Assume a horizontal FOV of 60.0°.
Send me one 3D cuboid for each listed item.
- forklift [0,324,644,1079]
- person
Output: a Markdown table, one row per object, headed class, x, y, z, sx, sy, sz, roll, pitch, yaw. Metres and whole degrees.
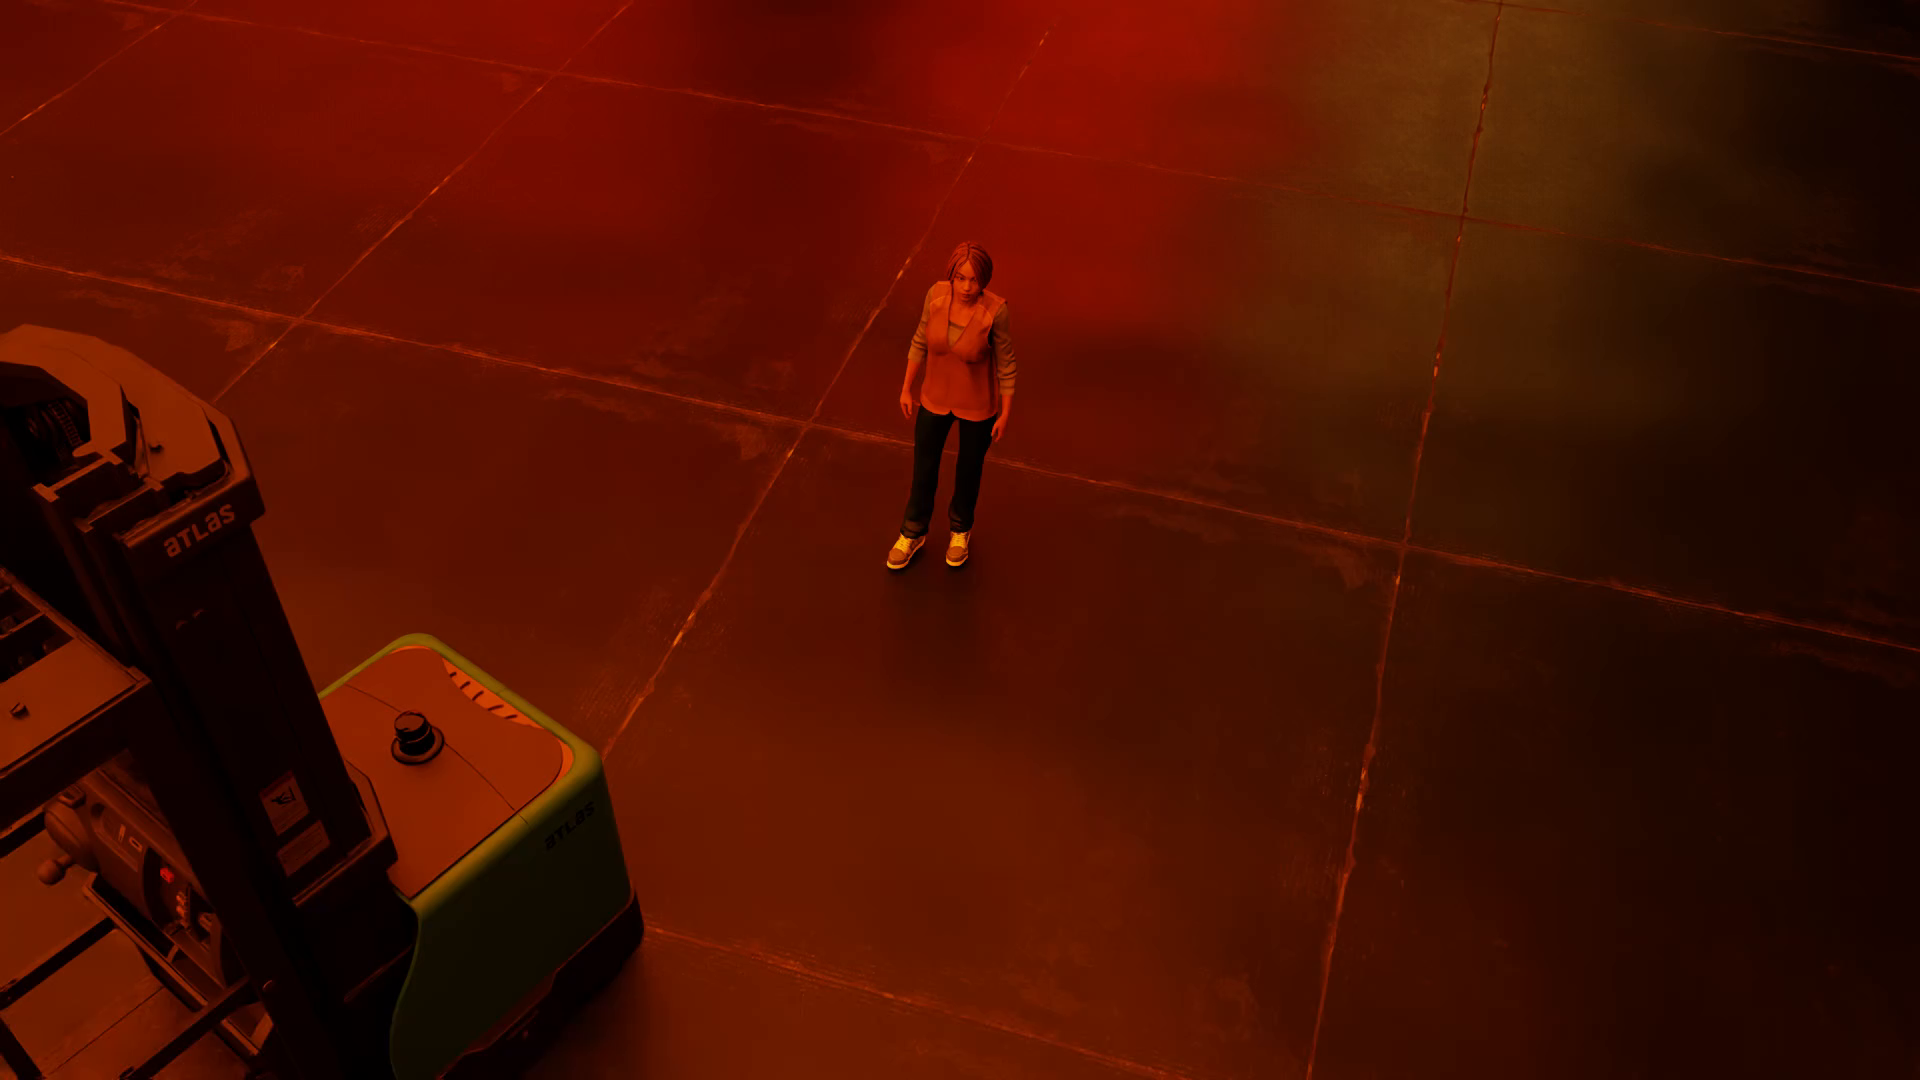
| class | x | y | z | sx | sy | sz | roll | pitch | yaw |
| --- | --- | --- | --- | --- | --- | --- | --- | --- | --- |
| forklift | -2.481 | 1.010 | 4.603 | 1.130 | 2.935 | 3.031 | 28 | 50 | 27 |
| person | 0.003 | -0.857 | 7.078 | 0.501 | 0.918 | 0.257 | 12 | 44 | 13 |
